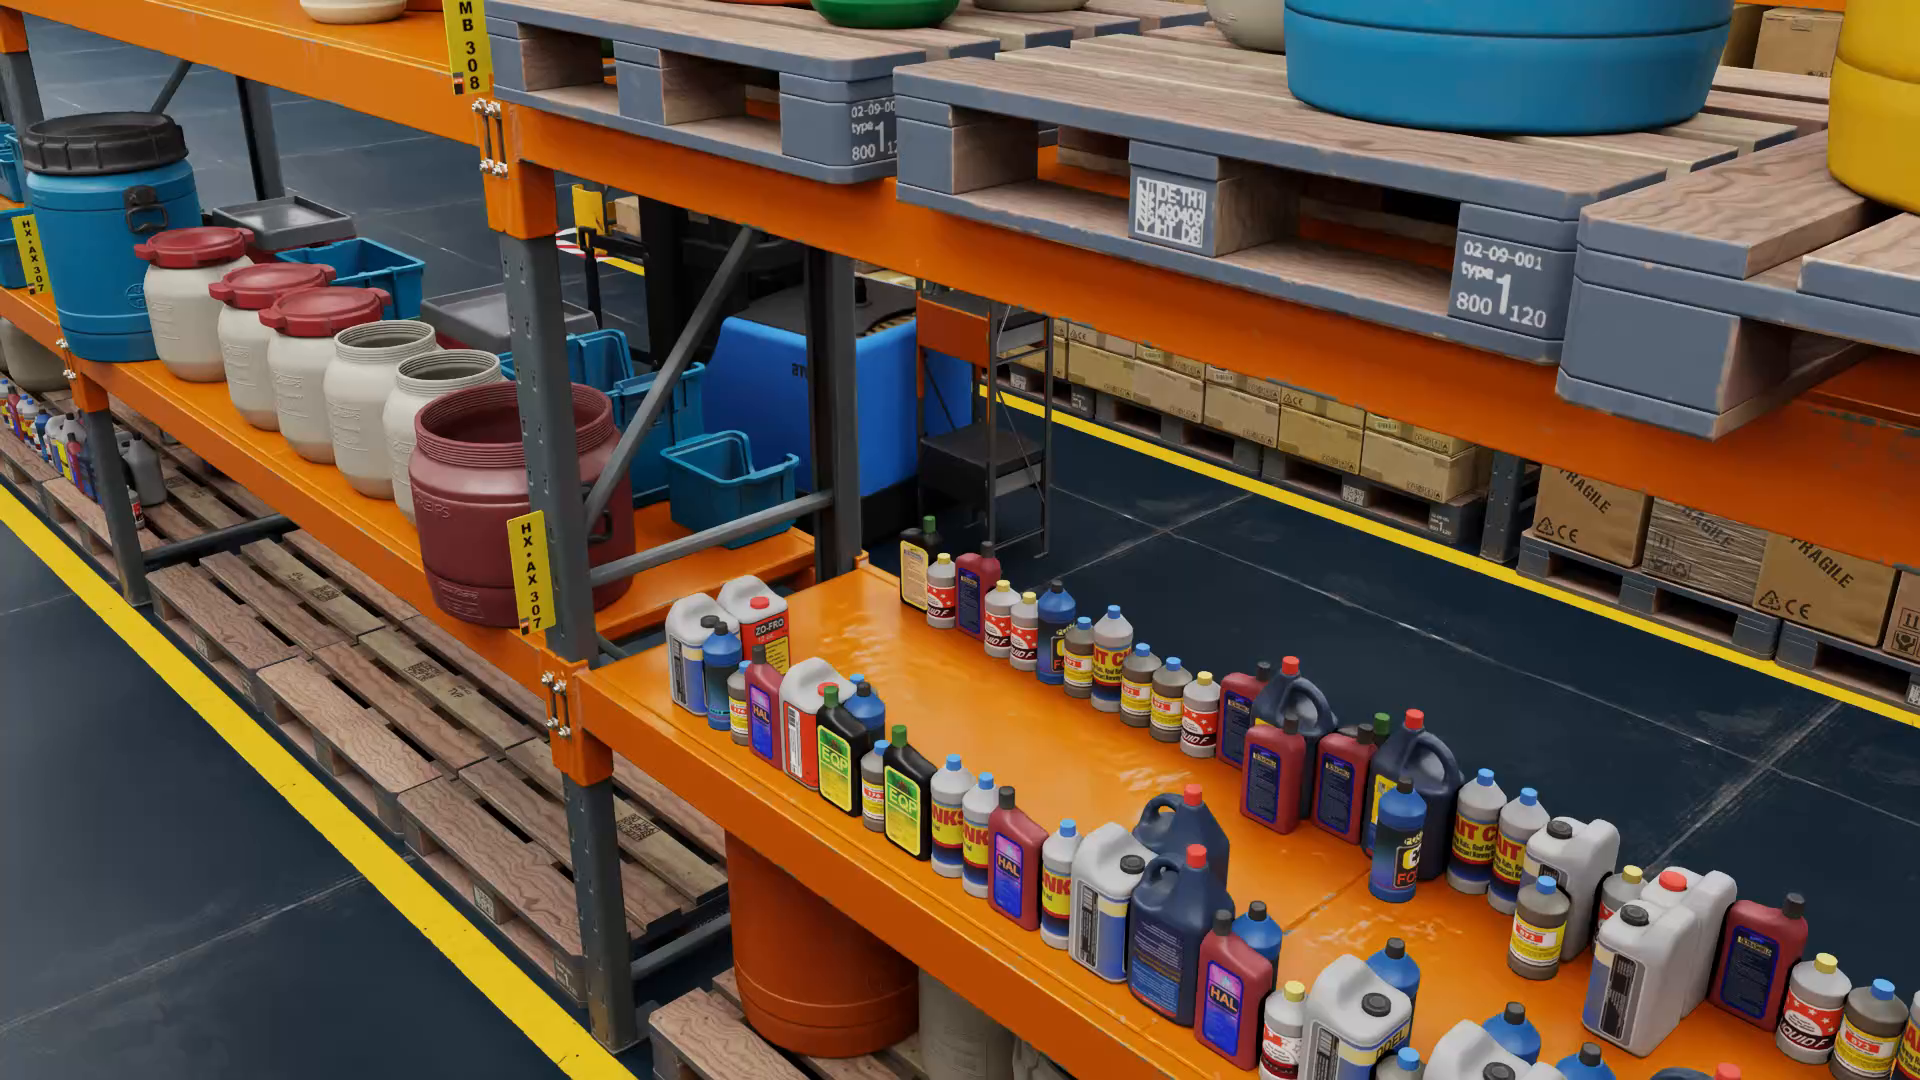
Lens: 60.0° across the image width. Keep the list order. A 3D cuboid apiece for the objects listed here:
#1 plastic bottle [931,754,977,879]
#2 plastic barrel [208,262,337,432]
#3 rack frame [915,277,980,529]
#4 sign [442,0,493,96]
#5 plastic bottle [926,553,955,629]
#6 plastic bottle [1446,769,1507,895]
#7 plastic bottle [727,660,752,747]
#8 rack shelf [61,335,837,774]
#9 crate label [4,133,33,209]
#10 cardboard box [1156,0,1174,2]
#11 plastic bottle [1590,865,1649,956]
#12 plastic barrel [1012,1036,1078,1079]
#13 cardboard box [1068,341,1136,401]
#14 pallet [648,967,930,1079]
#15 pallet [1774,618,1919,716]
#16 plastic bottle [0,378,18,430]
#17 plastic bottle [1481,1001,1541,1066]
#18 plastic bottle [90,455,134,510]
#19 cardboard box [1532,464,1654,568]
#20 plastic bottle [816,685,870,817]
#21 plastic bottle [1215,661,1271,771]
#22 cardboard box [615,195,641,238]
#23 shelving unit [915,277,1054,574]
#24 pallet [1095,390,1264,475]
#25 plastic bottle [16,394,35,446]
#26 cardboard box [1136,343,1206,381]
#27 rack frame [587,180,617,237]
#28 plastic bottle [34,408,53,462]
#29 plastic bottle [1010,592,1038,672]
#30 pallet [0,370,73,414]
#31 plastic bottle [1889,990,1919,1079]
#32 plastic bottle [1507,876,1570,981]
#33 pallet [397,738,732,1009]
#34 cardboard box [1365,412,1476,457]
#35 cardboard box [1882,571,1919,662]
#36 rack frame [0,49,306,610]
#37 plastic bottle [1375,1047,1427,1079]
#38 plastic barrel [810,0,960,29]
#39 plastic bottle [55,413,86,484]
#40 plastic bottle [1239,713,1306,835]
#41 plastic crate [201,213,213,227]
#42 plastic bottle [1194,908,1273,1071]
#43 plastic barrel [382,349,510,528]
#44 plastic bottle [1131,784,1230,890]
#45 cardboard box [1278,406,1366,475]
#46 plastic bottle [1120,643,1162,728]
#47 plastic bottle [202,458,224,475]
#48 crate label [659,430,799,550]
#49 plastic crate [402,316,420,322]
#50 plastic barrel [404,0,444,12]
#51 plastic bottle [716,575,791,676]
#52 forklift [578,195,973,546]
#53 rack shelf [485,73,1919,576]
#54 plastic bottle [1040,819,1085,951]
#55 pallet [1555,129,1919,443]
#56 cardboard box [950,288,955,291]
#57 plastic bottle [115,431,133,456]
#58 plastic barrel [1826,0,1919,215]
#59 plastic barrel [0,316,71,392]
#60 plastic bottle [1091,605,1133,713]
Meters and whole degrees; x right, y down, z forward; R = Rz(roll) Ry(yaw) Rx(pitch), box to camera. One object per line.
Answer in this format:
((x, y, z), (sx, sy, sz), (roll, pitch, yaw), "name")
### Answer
((-0.013, 0.577, 3.526), (0.097, 0.271, 0.097), (0, 25, 0), "plastic bottle")
((-2.436, -0.697, 6.000), (0.433, 0.535, 0.433), (0, 25, 0), "plastic barrel")
((-0.054, -0.979, 7.866), (0.400, 2.100, 0.015), (-21, 32, -38), "rack frame")
((-1.094, -1.156, 3.683), (0.100, 0.325, 0.005), (-21, 32, -38), "sign")
((-0.044, 0.135, 4.580), (0.097, 0.201, 0.097), (0, 25, 0), "plastic bottle")
((1.081, 0.601, 3.473), (0.097, 0.271, 0.097), (0, 25, 0), "plastic bottle")
((-0.512, 0.388, 4.025), (0.097, 0.201, 0.097), (0, 25, 0), "plastic bottle")
((-2.064, -0.276, 6.108), (1.077, 0.370, 4.000), (-21, 32, -38), "rack shelf")
((-4.710, -1.956, 8.882), (0.502, 0.435, 0.616), (-21, 32, -38), "crate label")
((1.852, -4.973, 14.790), (0.500, 0.500, 0.500), (23, 33, 40), "cardboard box")
((1.306, 0.733, 3.268), (0.097, 0.201, 0.097), (0, 25, 0), "plastic bottle")
((0.421, 1.394, 3.979), (0.600, 0.588, 0.708), (-21, 32, -38), "plastic barrel")
((0.986, -1.050, 9.744), (0.500, 0.250, 0.500), (-22, 33, -40), "cardboard box")
((-0.128, 1.498, 4.712), (1.003, 0.211, 1.213), (-21, 32, -38), "pallet")
((4.233, 0.474, 6.958), (1.003, 0.211, 1.213), (-21, 32, -38), "pallet")
((-5.154, -0.742, 9.020), (0.097, 0.271, 0.097), (0, 25, 0), "plastic bottle")
((0.923, 0.900, 2.818), (0.097, 0.271, 0.097), (0, 25, 0), "plastic bottle")
((-4.082, -0.318, 7.994), (0.144, 0.351, 0.185), (-22, 33, -40), "plastic bottle")
((3.023, -0.245, 7.656), (0.500, 0.500, 0.500), (-20, 31, -36), "cardboard box")
((-0.263, 0.472, 3.742), (0.061, 0.283, 0.133), (-21, 32, -38), "plastic bottle")
((0.672, 0.403, 3.892), (0.061, 0.283, 0.133), (-21, 32, -38), "plastic bottle")
((-2.343, -2.540, 13.010), (0.500, 0.250, 0.500), (-21, 32, -38), "cardboard box")
((0.113, -0.905, 7.704), (0.431, 2.100, 0.503), (-21, 32, -38), "shelving unit")
((1.557, -0.763, 9.668), (1.003, 0.211, 1.213), (-21, 32, -38), "pallet")
((-4.919, -0.639, 8.793), (0.097, 0.271, 0.097), (0, 25, 0), "plastic bottle")
((1.339, -1.147, 9.282), (0.500, 0.311, 0.500), (-20, 31, -37), "cardboard box")
((-2.547, -3.825, 13.021), (1.000, 3.000, 0.127), (-21, 32, -38), "rack frame")
((-4.712, -0.547, 8.592), (0.097, 0.271, 0.097), (0, 25, 0), "plastic bottle")
((0.180, 0.234, 4.362), (0.097, 0.201, 0.097), (0, 25, 0), "plastic bottle")
((-5.528, -0.895, 9.958), (1.003, 0.211, 1.213), (-21, 32, -38), "pallet")
((1.689, 0.871, 2.882), (0.097, 0.271, 0.097), (0, 25, 0), "plastic bottle")
((1.129, 0.747, 3.239), (0.097, 0.201, 0.097), (0, 25, 0), "plastic bottle")
((-1.198, 1.025, 5.748), (1.003, 0.211, 1.213), (-21, 32, -38), "pallet")
((2.383, -0.686, 8.270), (0.500, 0.311, 0.500), (-20, 31, -37), "cardboard box")
((4.085, 0.222, 6.632), (0.500, 0.500, 0.500), (22, 33, 40), "cardboard box")
((-3.431, -1.209, 7.287), (1.000, 3.000, 0.127), (-21, 32, -38), "rack frame")
((0.746, 0.945, 2.803), (0.097, 0.201, 0.097), (0, 25, 0), "plastic bottle")
((-0.141, -1.096, 3.106), (0.294, 0.245, 0.294), (0, 25, 0), "plastic barrel")
((-4.434, -0.474, 8.336), (0.144, 0.351, 0.185), (-21, 32, -39), "plastic bottle")
((0.693, 0.500, 3.680), (0.061, 0.283, 0.133), (-21, 32, -38), "plastic bottle")
((-3.696, -1.376, 7.727), (0.767, 0.338, 0.504), (-21, 32, -38), "plastic crate")
((0.495, 0.808, 3.005), (0.061, 0.283, 0.133), (-21, 32, -38), "plastic bottle")
((-1.556, -0.299, 5.158), (0.421, 0.512, 0.421), (0, 25, 0), "plastic barrel")
((0.436, 0.634, 3.307), (0.144, 0.351, 0.185), (-21, 32, -38), "plastic bottle")
((2.028, -0.587, 8.730), (0.500, 0.250, 0.500), (-22, 32, -39), "cardboard box")
((0.447, 0.352, 4.104), (0.097, 0.201, 0.097), (0, 25, 0), "plastic bottle")
((-3.785, -0.526, 8.450), (0.144, 0.351, 0.185), (-21, 32, -38), "plastic bottle")
((-0.712, -0.155, 5.178), (0.303, 0.233, 0.416), (-21, 32, -38), "crate label")
((-2.035, -0.665, 6.350), (0.450, 0.188, 0.662), (-21, 32, -38), "plastic crate")
((-1.547, -2.066, 5.033), (0.600, 0.830, 0.708), (-21, 32, -38), "plastic barrel")
((-0.526, 0.239, 4.262), (0.152, 0.276, 0.135), (-21, 32, -38), "plastic bottle")
((-1.376, -1.773, 8.606), (3.031, 2.935, 1.130), (19, 30, 35), "forklift")
((0.670, -0.429, 2.829), (1.077, 0.370, 4.000), (-21, 32, -38), "rack shelf")
((0.211, 0.677, 3.308), (0.097, 0.271, 0.097), (0, 25, 0), "plastic bottle")
((1.430, -0.274, 1.850), (1.213, 0.211, 1.003), (-21, 32, -38), "pallet")
((0.288, -1.613, 10.302), (0.500, 0.311, 0.500), (-21, 32, -38), "cardboard box")
((-4.122, -0.391, 8.246), (0.152, 0.276, 0.135), (-21, 32, -38), "plastic bottle")
((1.265, -0.646, 1.705), (0.600, 0.588, 0.600), (0, 25, 0), "plastic barrel")
((-5.317, -1.151, 9.650), (0.421, 0.512, 0.421), (0, 25, 0), "plastic barrel")
((0.380, 0.291, 4.154), (0.097, 0.271, 0.097), (0, 25, 0), "plastic bottle")
